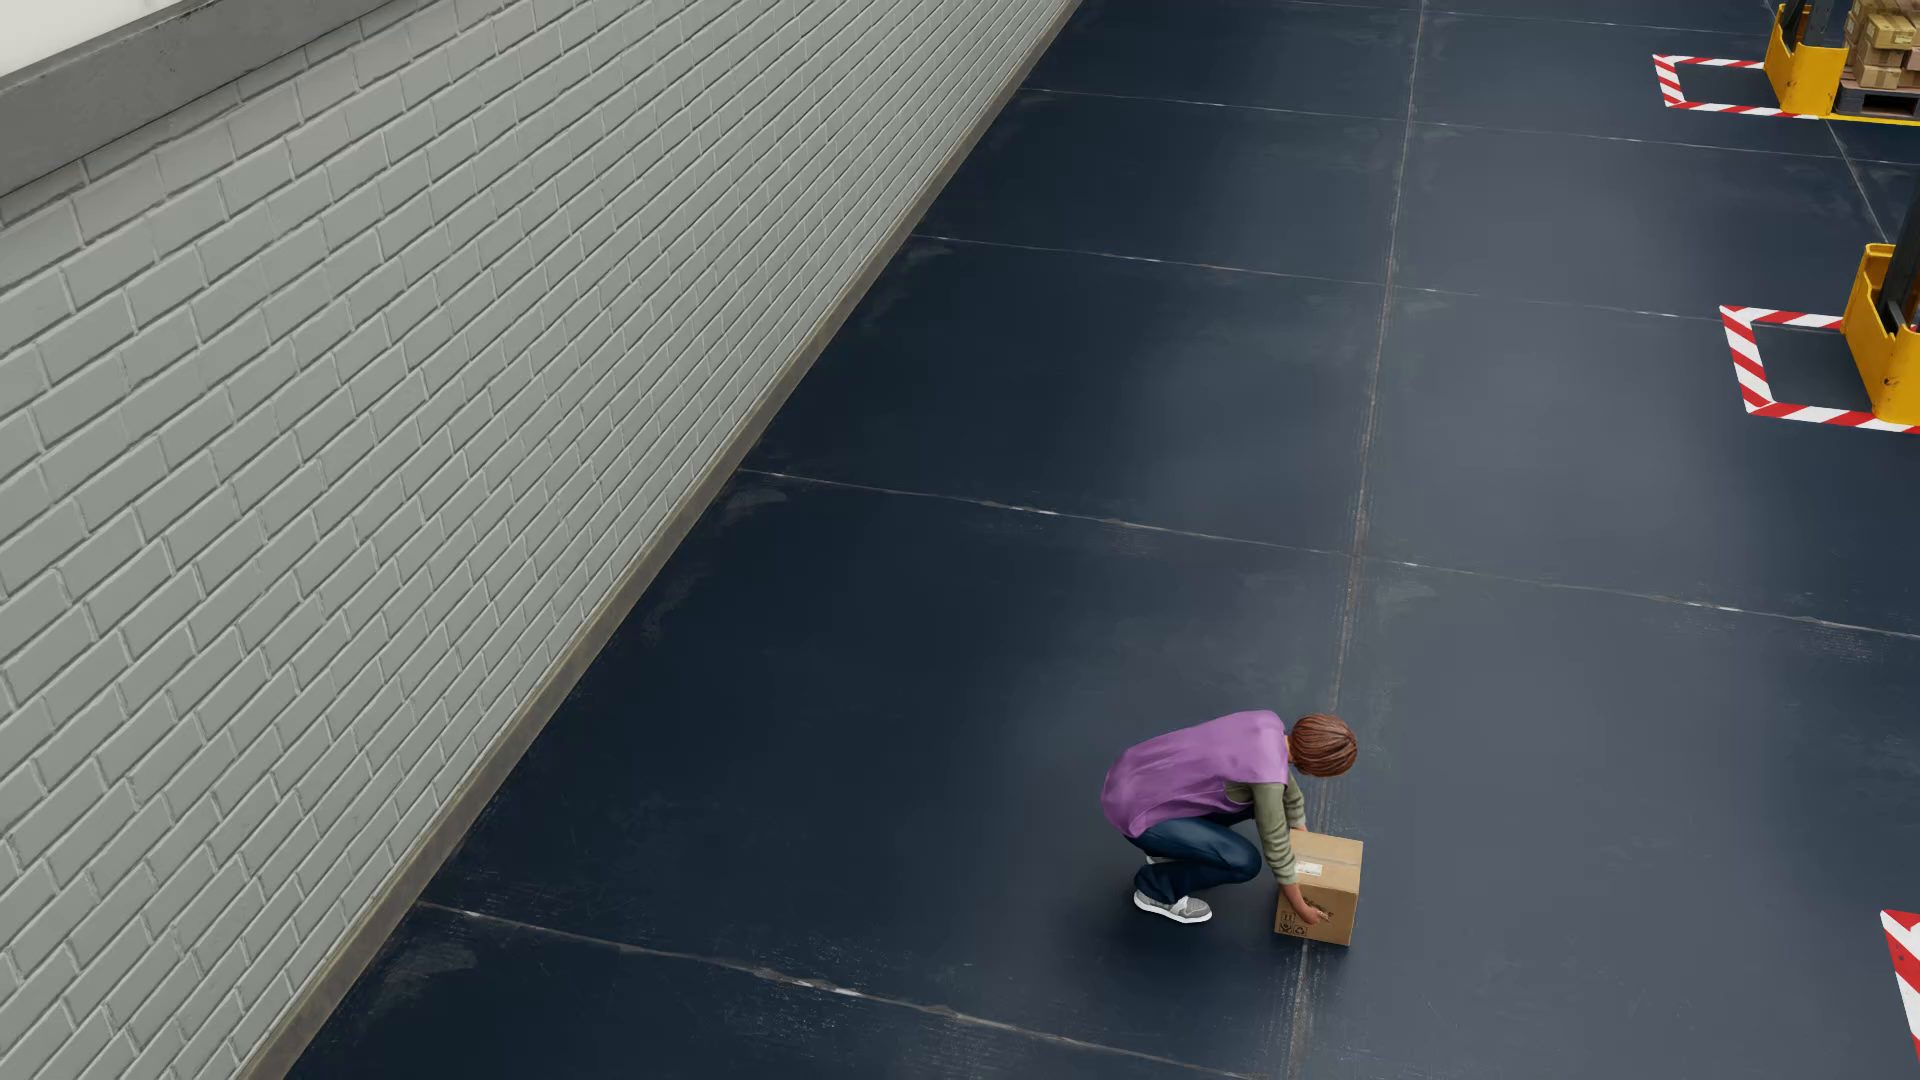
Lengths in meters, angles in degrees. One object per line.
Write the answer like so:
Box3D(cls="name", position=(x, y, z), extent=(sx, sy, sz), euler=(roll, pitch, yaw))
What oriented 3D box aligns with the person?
Box3D(cls="person", position=(0.848, 2.651, 0.655), extent=(3.339, 3.198, 10.192), euler=(8, 34, 12))
